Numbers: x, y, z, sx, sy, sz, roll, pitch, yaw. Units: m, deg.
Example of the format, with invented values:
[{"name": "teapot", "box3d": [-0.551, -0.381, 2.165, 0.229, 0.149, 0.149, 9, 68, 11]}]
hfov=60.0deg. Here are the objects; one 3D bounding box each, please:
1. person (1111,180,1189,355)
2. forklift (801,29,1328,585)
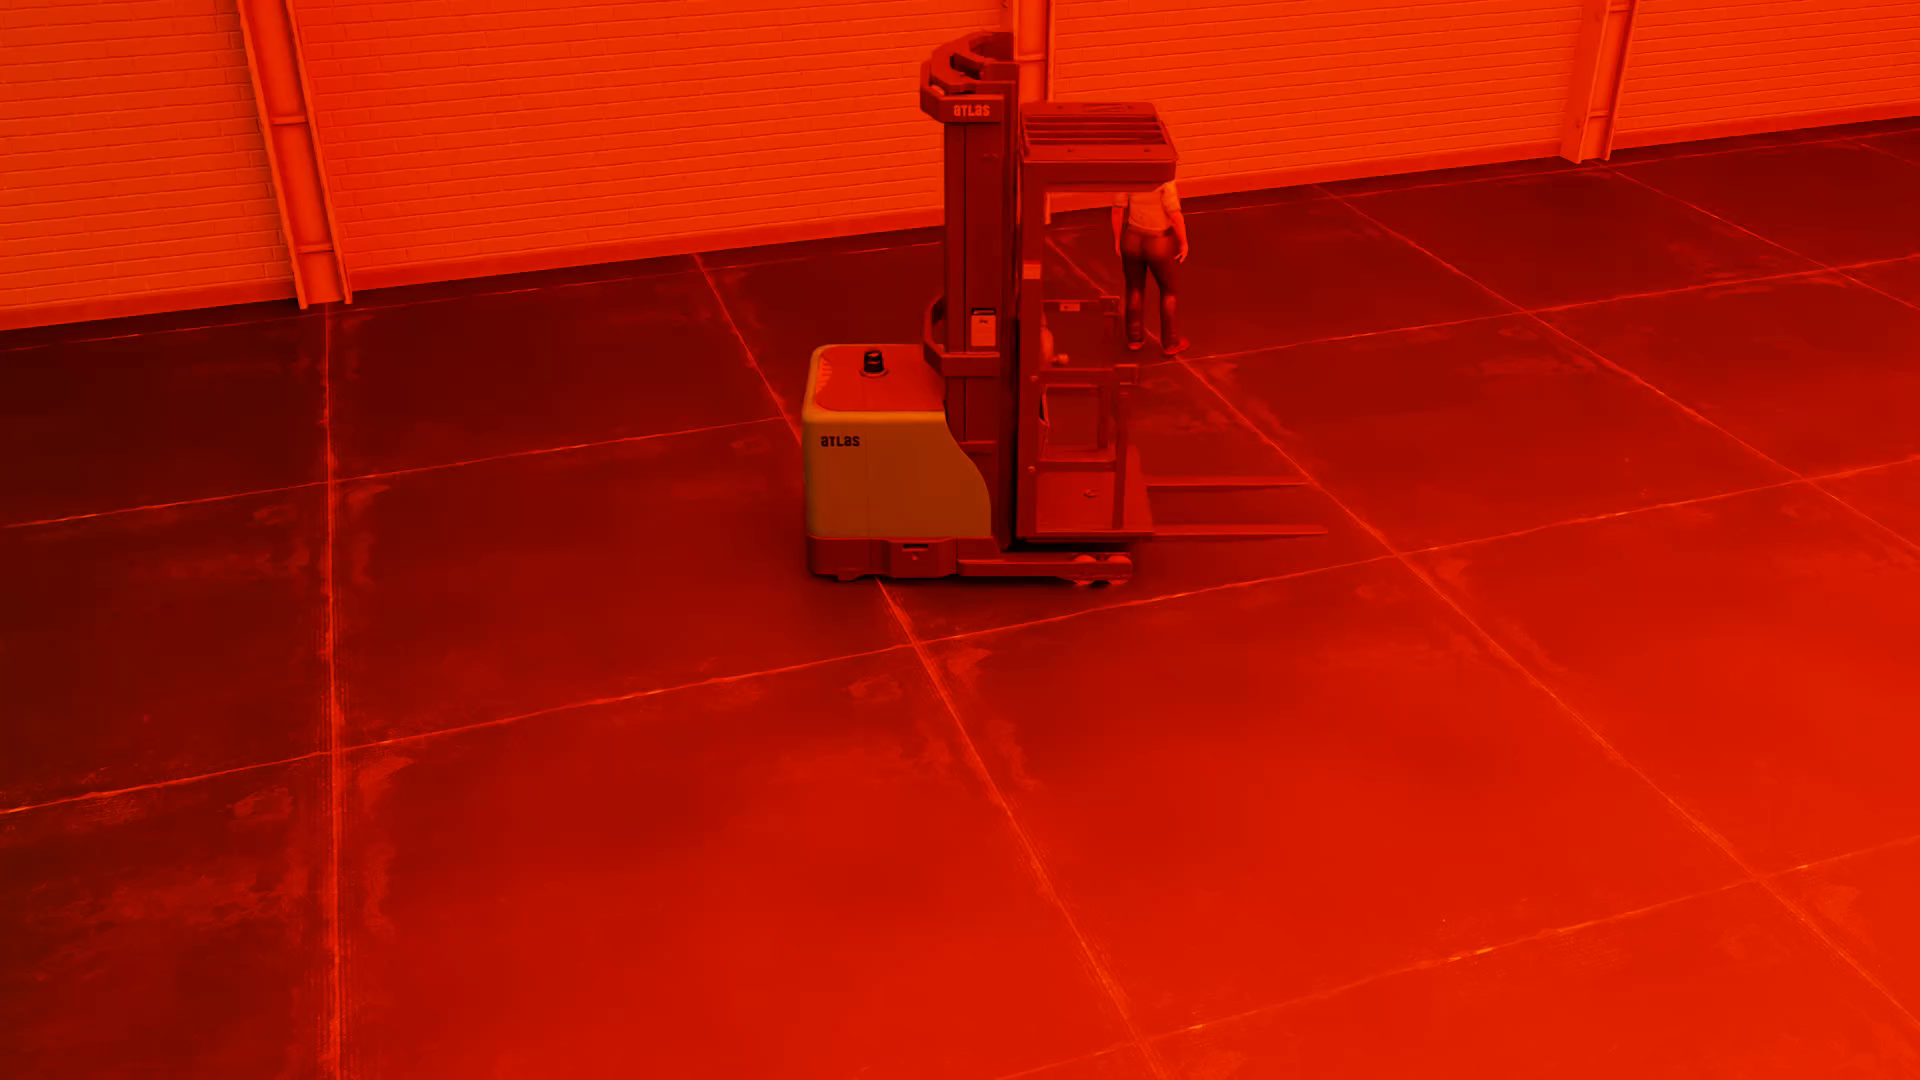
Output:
[{"name": "person", "box3d": [1.402, -2.156, 12.127, 0.563, 1.664, 0.462, 15, 33, 24]}, {"name": "forklift", "box3d": [0.622, -1.277, 9.307, 3.031, 2.935, 1.130, 0, 30, -1]}]
